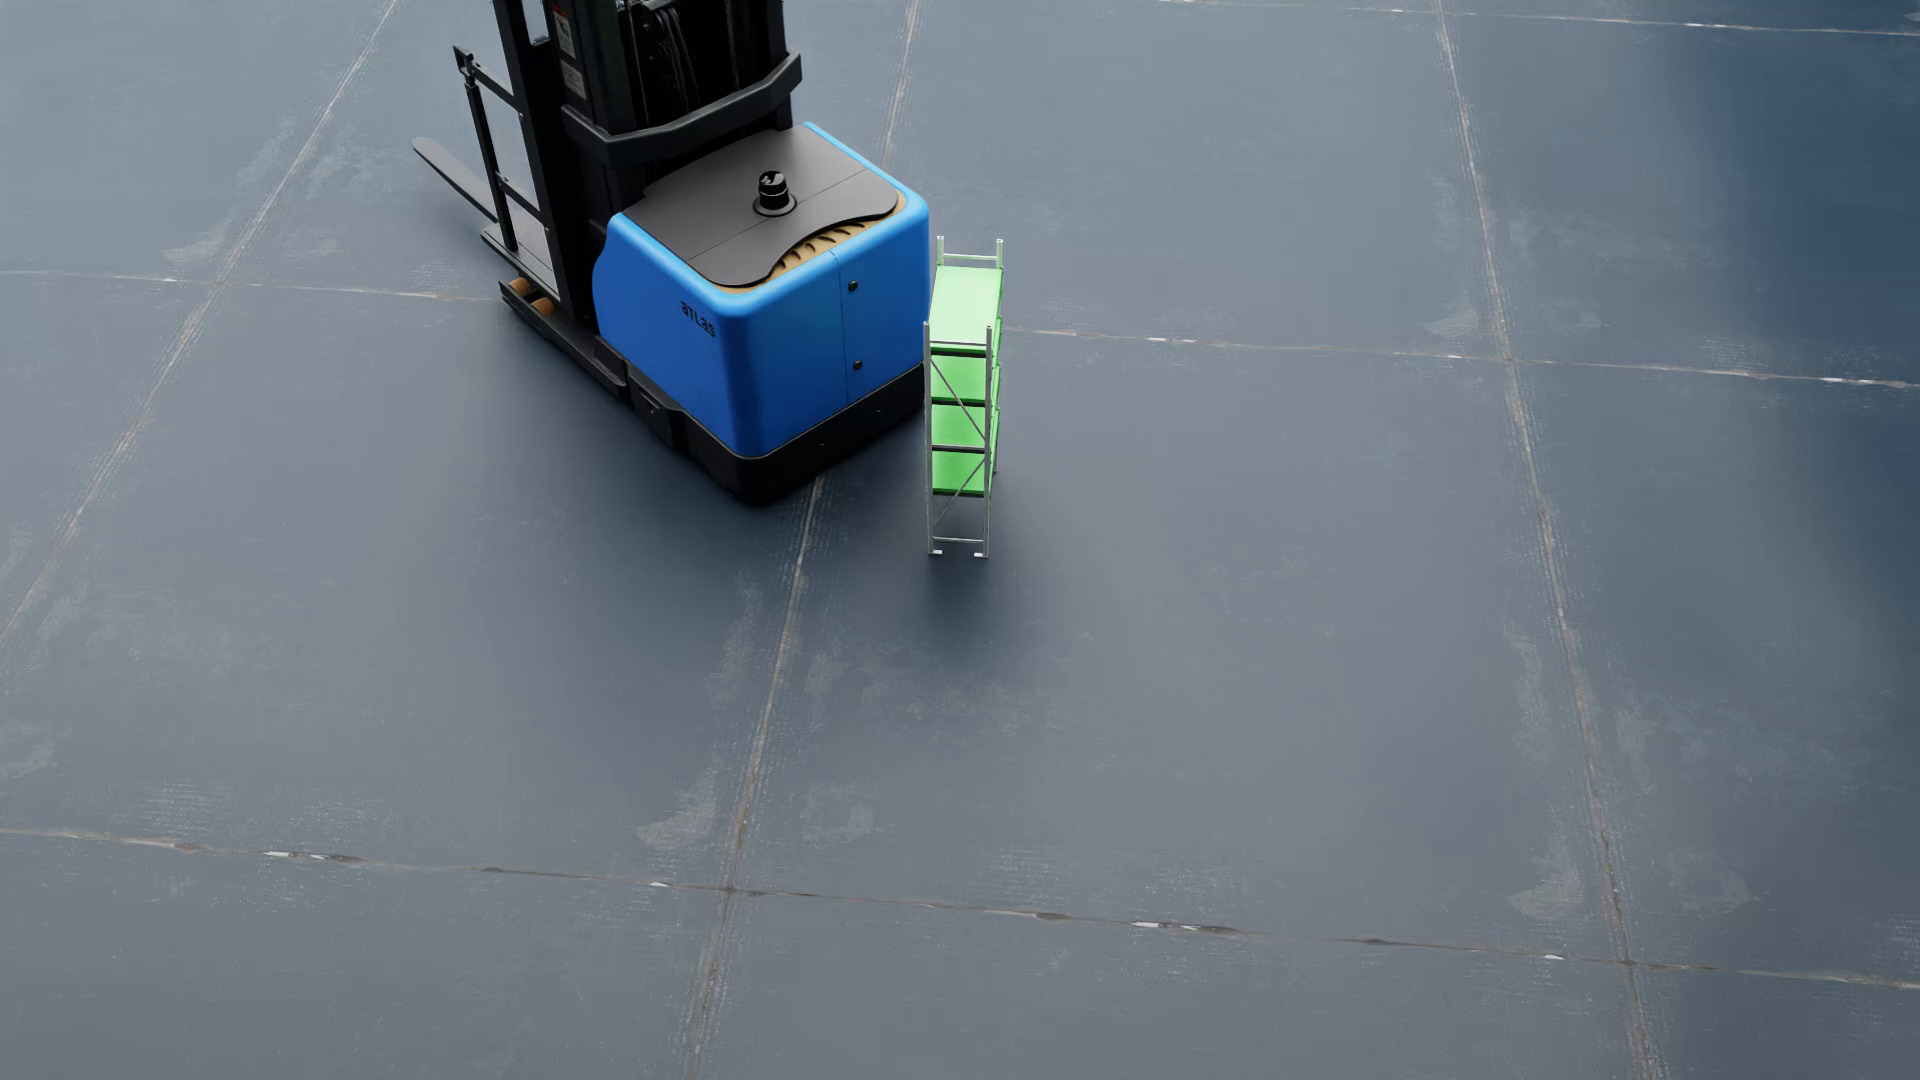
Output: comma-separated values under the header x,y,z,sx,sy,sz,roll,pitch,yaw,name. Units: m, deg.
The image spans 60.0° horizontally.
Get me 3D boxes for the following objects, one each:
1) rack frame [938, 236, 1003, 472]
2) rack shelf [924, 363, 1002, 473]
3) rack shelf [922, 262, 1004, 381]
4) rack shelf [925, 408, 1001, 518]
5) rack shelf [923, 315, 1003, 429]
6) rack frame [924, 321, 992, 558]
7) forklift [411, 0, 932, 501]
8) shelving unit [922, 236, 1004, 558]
x,y,z,sx,sy,sz,roll,pitch,yaw,name
0.037,-0.706,6.583,0.240,1.200,0.015,4,48,4,rack frame
0.015,-0.483,6.466,0.258,0.148,0.480,4,48,4,rack shelf
0.015,-0.807,6.111,0.258,0.148,0.480,4,48,4,rack shelf
0.015,-0.321,6.643,0.258,0.148,0.480,4,48,4,rack shelf
0.015,-0.645,6.289,0.258,0.148,0.480,4,48,4,rack shelf
-0.007,-0.347,6.255,0.240,1.200,0.015,4,48,4,rack frame
-1.466,-2.156,6.735,1.130,2.935,3.031,-34,56,-27,forklift
0.015,-0.527,6.419,0.258,1.200,0.503,4,48,4,shelving unit
